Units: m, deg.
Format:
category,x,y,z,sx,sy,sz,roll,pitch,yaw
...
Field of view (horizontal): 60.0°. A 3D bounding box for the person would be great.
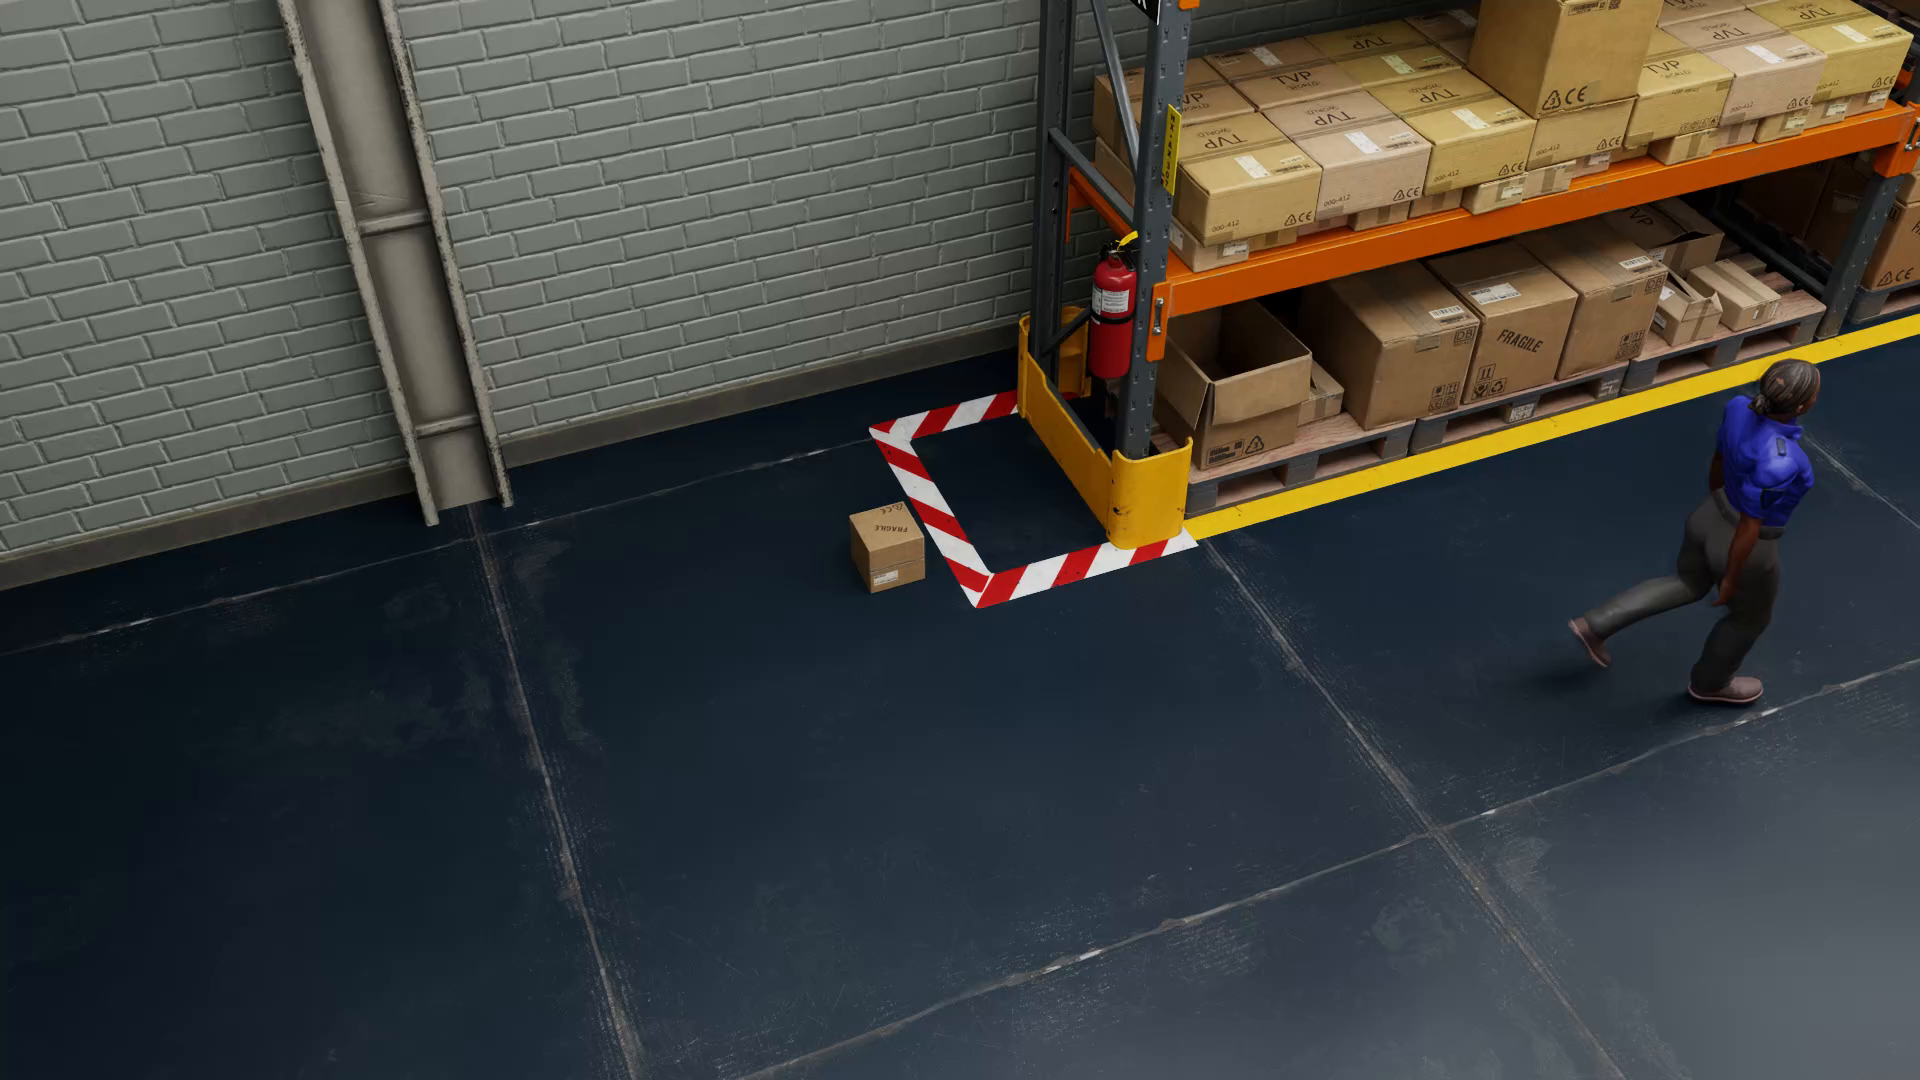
category,x,y,z,sx,sy,sz,roll,pitch,yaw
person,2.815,-0.017,6.167,0.791,1.623,0.452,-3,42,-4
